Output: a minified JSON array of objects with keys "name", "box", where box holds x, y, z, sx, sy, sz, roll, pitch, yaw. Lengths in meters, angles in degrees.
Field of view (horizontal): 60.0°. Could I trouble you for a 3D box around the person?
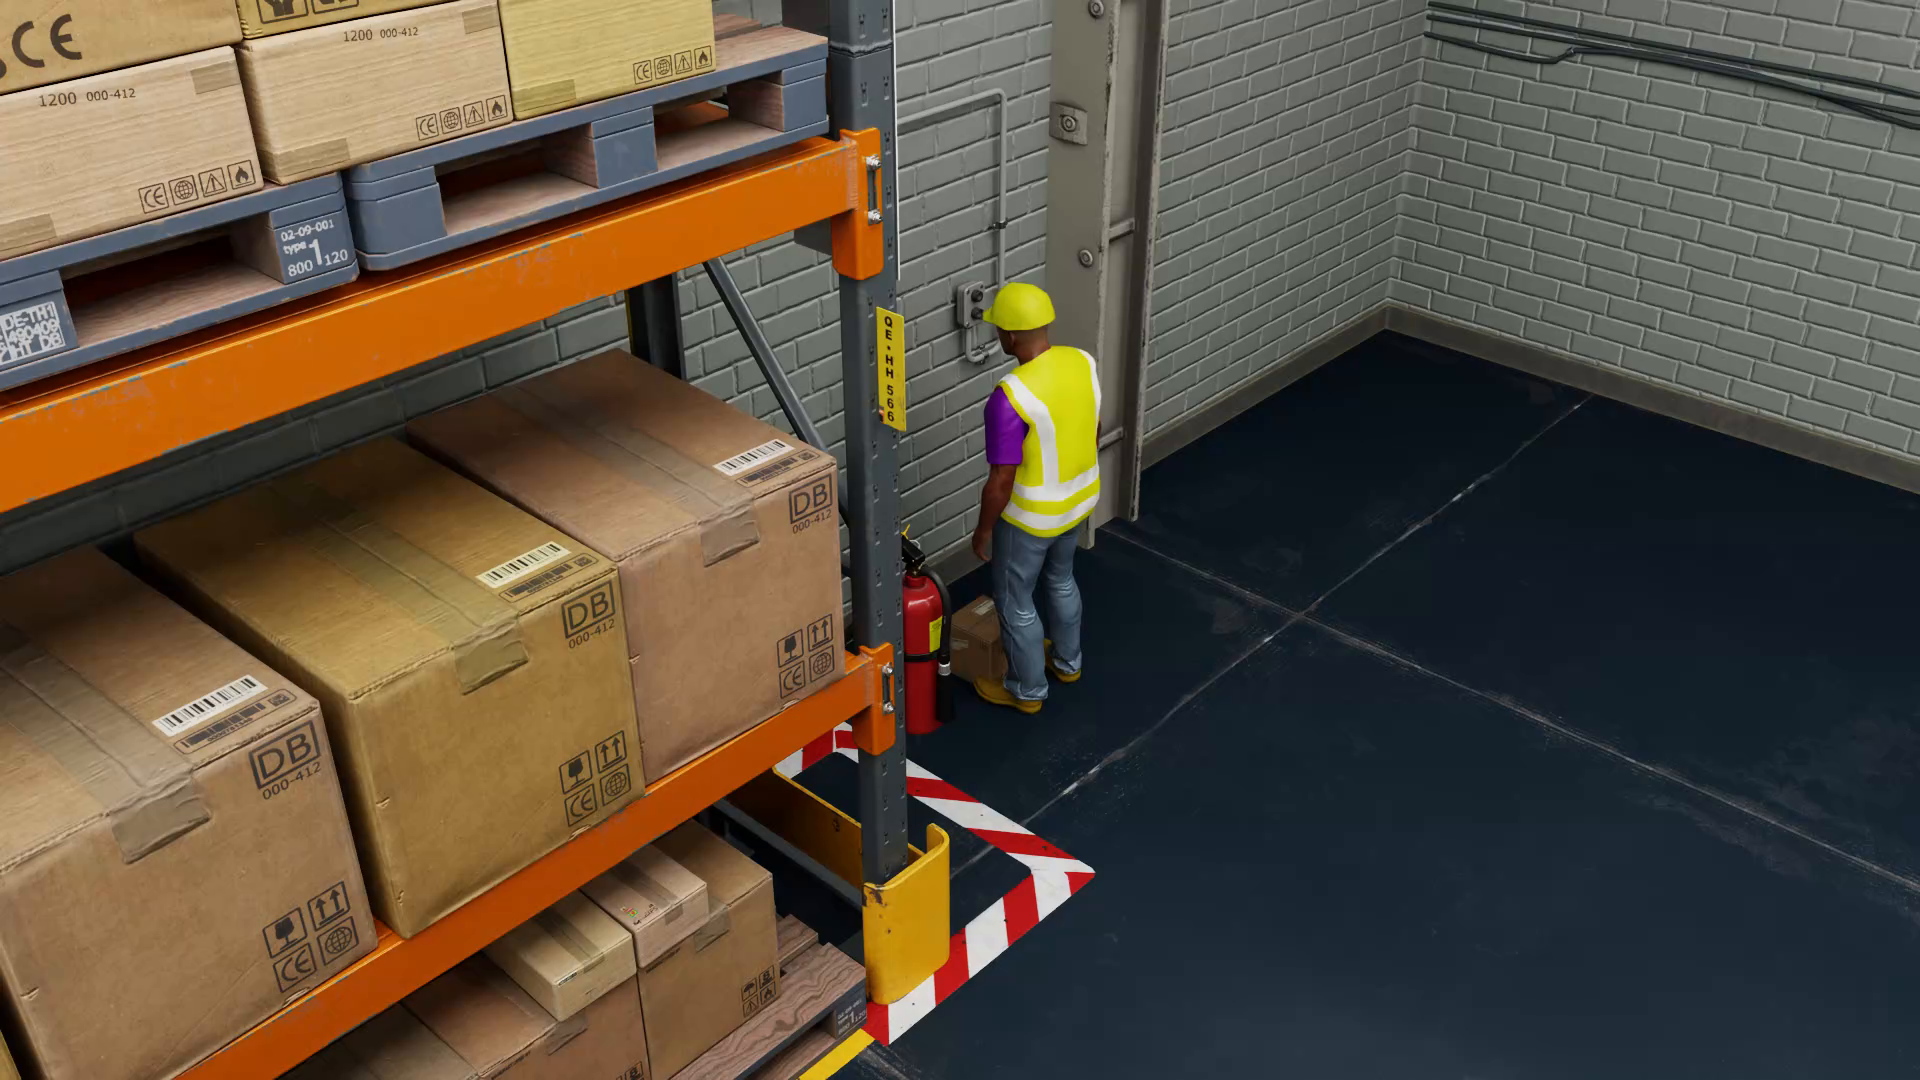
[{"name":"person","box":[0.284,-0.146,6.361,0.458,1.758,0.626,25,39,35]}]
